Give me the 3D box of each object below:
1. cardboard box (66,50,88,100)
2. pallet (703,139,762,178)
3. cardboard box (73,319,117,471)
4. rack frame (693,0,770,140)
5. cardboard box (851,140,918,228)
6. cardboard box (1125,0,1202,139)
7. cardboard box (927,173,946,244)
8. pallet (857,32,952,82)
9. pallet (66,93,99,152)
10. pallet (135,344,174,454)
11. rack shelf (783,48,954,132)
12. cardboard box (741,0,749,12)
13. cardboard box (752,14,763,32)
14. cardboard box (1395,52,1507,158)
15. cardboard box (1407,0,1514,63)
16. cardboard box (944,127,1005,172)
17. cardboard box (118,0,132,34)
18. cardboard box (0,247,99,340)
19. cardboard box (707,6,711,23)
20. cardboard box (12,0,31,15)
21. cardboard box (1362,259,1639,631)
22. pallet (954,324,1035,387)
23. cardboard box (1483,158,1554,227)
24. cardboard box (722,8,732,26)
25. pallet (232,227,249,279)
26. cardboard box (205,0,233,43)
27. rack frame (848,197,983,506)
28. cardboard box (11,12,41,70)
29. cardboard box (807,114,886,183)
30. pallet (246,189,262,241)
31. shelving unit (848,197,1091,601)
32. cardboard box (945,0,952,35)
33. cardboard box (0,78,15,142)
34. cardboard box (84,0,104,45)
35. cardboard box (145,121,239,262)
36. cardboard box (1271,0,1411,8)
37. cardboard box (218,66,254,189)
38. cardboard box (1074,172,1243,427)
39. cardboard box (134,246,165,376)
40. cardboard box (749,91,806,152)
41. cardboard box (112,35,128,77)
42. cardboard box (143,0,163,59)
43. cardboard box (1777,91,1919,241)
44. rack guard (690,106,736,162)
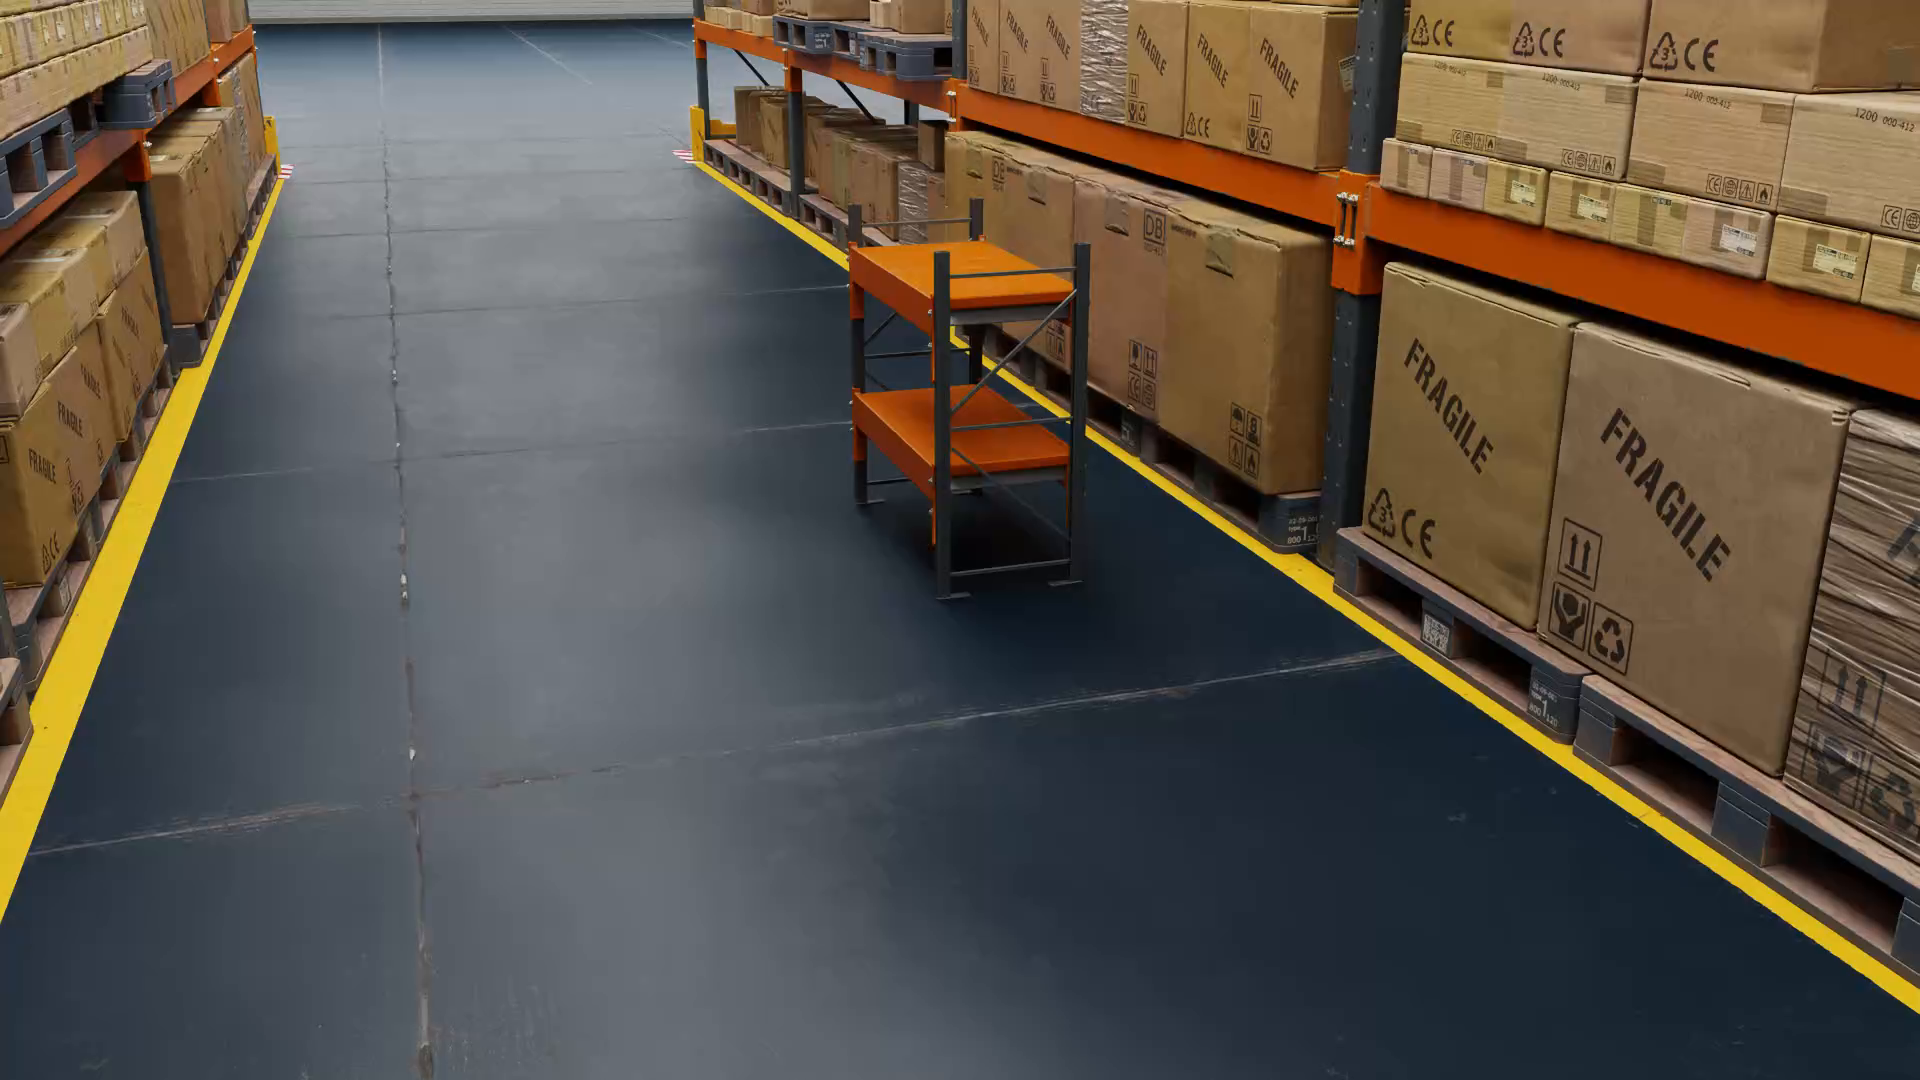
[{"bbox_3d":[-3.135,-1.542,5.522,0.380,0.149,0.250,-7,21,-18],"label":"cardboard box"},{"bbox_3d":[-1.818,-3.613,15.663,1.003,0.211,1.213,-6,21,-17],"label":"pallet"},{"bbox_3d":[-3.358,-0.492,5.924,0.500,0.500,0.500,-6,21,-16],"label":"cardboard box"},{"bbox_3d":[-2.063,-5.214,15.996,1.000,3.000,0.127,-6,21,-17],"label":"rack frame"},{"bbox_3d":[-0.325,-2.427,11.284,0.700,0.500,0.500,-8,21,-22],"label":"cardboard box"},{"bbox_3d":[0.982,-1.858,6.504,0.500,0.500,0.500,-7,21,-18],"label":"cardboard box"},{"bbox_3d":[0.222,-1.890,9.789,0.700,0.500,0.500,-8,21,-20],"label":"cardboard box"},{"bbox_3d":[0.126,-2.774,9.486,1.213,0.211,1.003,-6,21,-17],"label":"pallet"},{"bbox_3d":[-3.628,-1.431,5.748,1.003,0.211,1.213,-6,21,-17],"label":"pallet"},{"bbox_3d":[-4.045,-0.589,7.244,1.003,0.211,1.213,-6,21,-17],"label":"pallet"},{"bbox_3d":[-0.178,-2.950,10.757,1.077,0.370,4.000,-6,21,-17],"label":"rack shelf"},{"bbox_3d":[-1.383,-4.747,14.108,0.875,0.500,0.500,-6,21,-17],"label":"cardboard box"},{"bbox_3d":[-1.499,-4.257,13.701,0.380,0.149,0.250,-6,21,-17],"label":"cardboard box"},{"bbox_3d":[1.607,-1.254,4.753,0.500,0.250,0.500,-7,21,-18],"label":"cardboard box"},{"bbox_3d":[1.616,-1.605,4.620,0.500,0.500,0.500,-6,21,-17],"label":"cardboard box"},{"bbox_3d":[0.212,-2.242,9.660,0.500,0.250,0.500,-6,20,-15],"label":"cardboard box"},{"bbox_3d":[-3.531,-2.092,6.614,0.380,0.149,0.250,-6,21,-16],"label":"cardboard box"},{"bbox_3d":[-3.339,-0.843,5.793,0.500,0.250,0.500,-6,20,-15],"label":"cardboard box"},{"bbox_3d":[-2.140,-4.897,15.484,0.380,0.149,0.250,-6,21,-17],"label":"cardboard box"},{"bbox_3d":[-2.891,-1.575,4.734,0.380,0.149,0.250,-6,21,-17],"label":"cardboard box"},{"bbox_3d":[1.840,-0.341,4.950,0.875,0.875,0.875,-6,21,-17],"label":"cardboard box"},{"bbox_3d":[0.627,-1.074,8.593,1.003,0.211,1.213,-6,21,-17],"label":"pallet"},{"bbox_3d":[1.652,-0.946,4.485,0.380,0.149,0.250,-6,21,-15],"label":"cardboard box"},{"bbox_3d":[-1.905,-4.656,14.814,0.380,0.149,0.250,-6,21,-17],"label":"cardboard box"},{"bbox_3d":[-5.232,-1.884,10.850,1.003,0.211,1.213,-6,21,-17],"label":"pallet"},{"bbox_3d":[-5.926,-3.984,12.348,0.875,0.550,0.550,-6,21,-17],"label":"cardboard box"},{"bbox_3d":[-0.158,-0.690,6.174,0.500,1.125,0.032,-6,21,-17],"label":"rack frame"},{"bbox_3d":[-2.884,-1.429,4.769,0.380,0.149,0.250,-6,21,-16],"label":"cardboard box"},{"bbox_3d":[-0.894,-3.084,13.143,0.500,0.500,0.500,-7,21,-19],"label":"cardboard box"},{"bbox_3d":[-5.711,-2.376,12.219,1.003,0.211,1.213,-6,21,-17],"label":"pallet"},{"bbox_3d":[0.002,-0.527,5.720,0.538,1.125,1.048,-6,21,-17],"label":"shelving unit"},{"bbox_3d":[0.243,-3.061,9.231,0.500,0.500,0.500,-9,22,-24],"label":"cardboard box"},{"bbox_3d":[-2.719,-1.123,4.357,0.380,0.149,0.250,-7,21,-20],"label":"cardboard box"},{"bbox_3d":[-3.294,-1.848,5.934,0.380,0.149,0.250,-6,21,-16],"label":"cardboard box"},{"bbox_3d":[-4.966,-2.075,9.964,1.050,0.750,0.750,-6,21,-17],"label":"cardboard box"},{"bbox_3d":[1.500,-2.087,5.657,0.797,0.503,0.637,-7,21,-19],"label":"cardboard box"},{"bbox_3d":[-5.965,-3.132,12.720,0.875,0.875,0.875,-6,21,-17],"label":"cardboard box"},{"bbox_3d":[1.207,-1.051,6.927,1.225,0.875,0.875,-7,21,-19],"label":"cardboard box"},{"bbox_3d":[-3.834,-0.990,7.313,0.500,0.500,0.500,-6,21,-17],"label":"cardboard box"},{"bbox_3d":[-1.663,-3.845,15.261,0.500,0.500,0.500,-1,20,-3],"label":"cardboard box"},{"bbox_3d":[-3.465,-1.880,6.463,0.380,0.149,0.250,-7,21,-18],"label":"cardboard box"},{"bbox_3d":[-4.337,-2.535,8.389,0.500,0.500,0.500,-7,21,-18],"label":"cardboard box"},{"bbox_3d":[2.075,-0.769,3.403,0.500,0.250,0.500,-6,21,-17],"label":"cardboard box"},{"bbox_3d":[-2.039,-4.013,16.351,1.175,0.500,0.348,-6,21,-17],"label":"rack guard"}]
